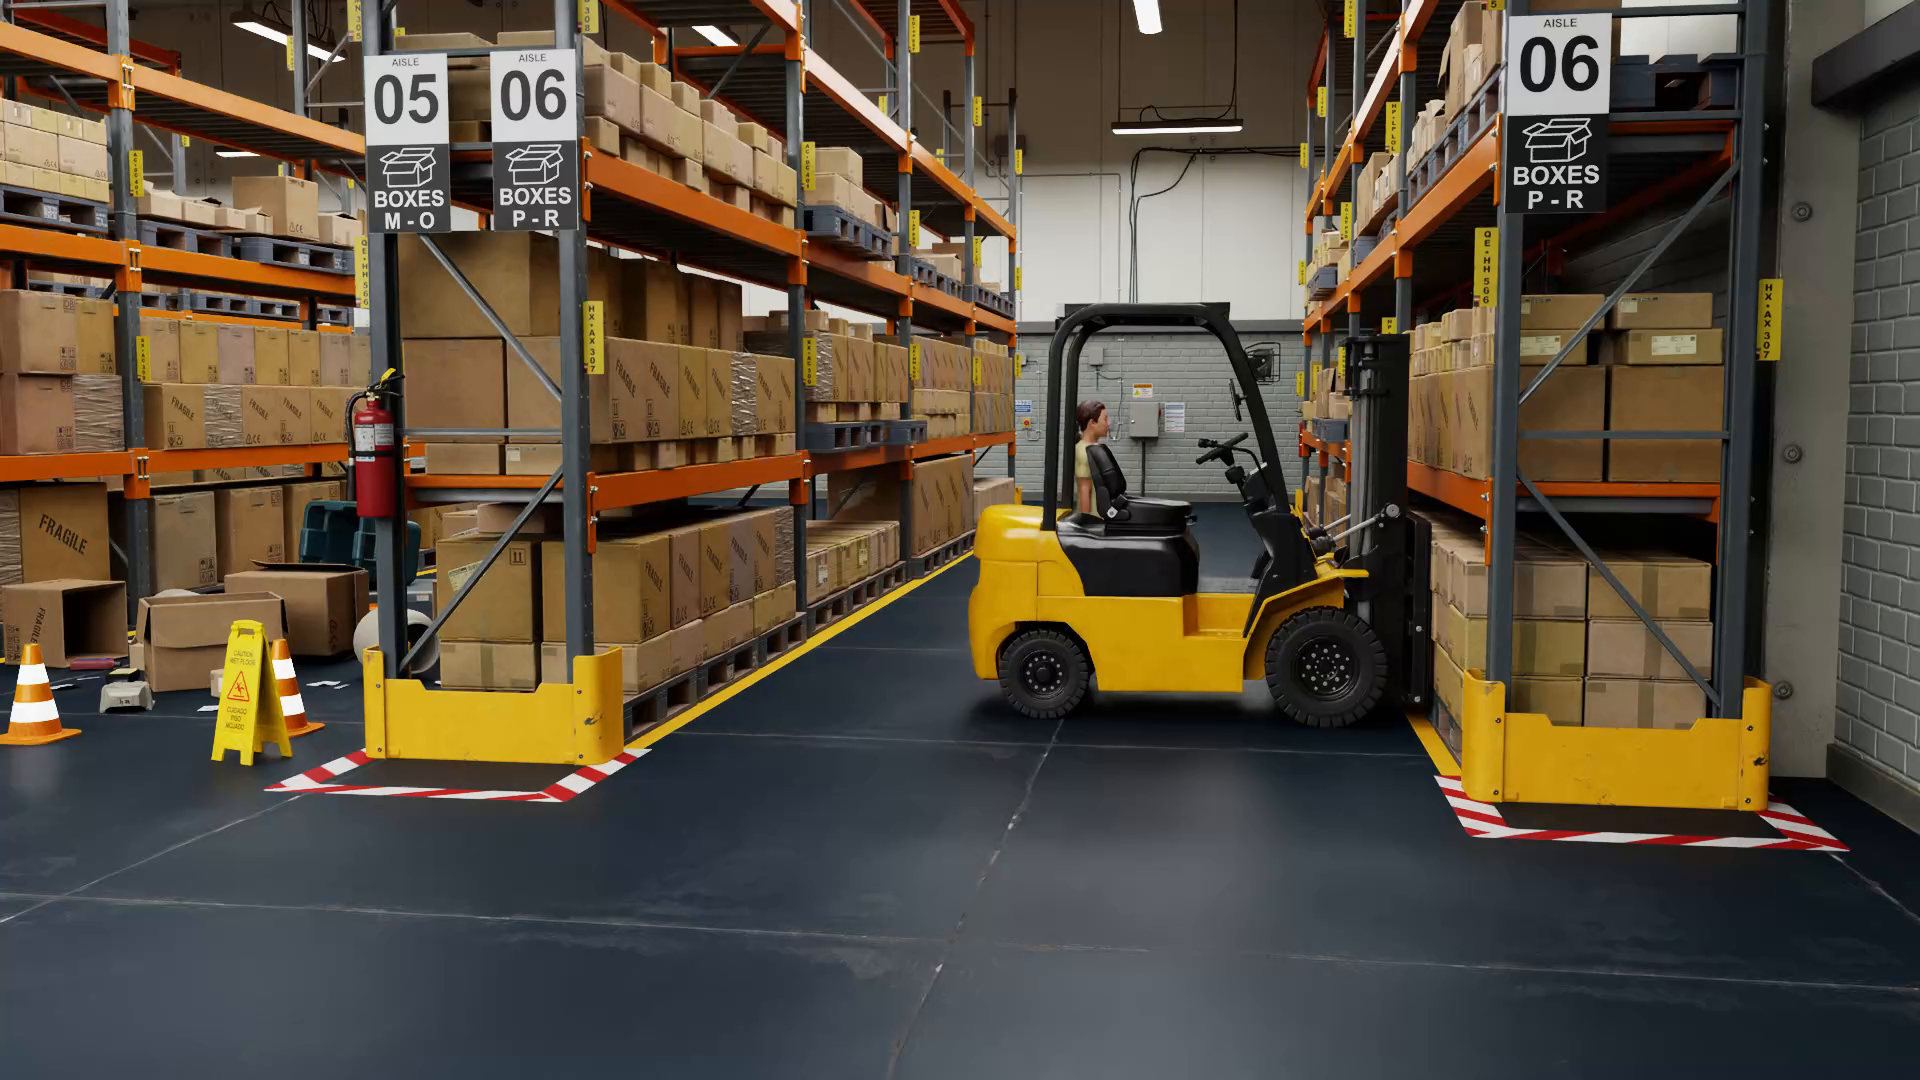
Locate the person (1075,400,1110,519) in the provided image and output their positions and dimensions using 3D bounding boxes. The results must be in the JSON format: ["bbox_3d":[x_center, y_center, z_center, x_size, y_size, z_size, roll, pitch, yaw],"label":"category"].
[{"bbox_3d":[0.873,-0.080,10.948,0.362,1.672,0.440,1,5,10],"label":"person"}]
